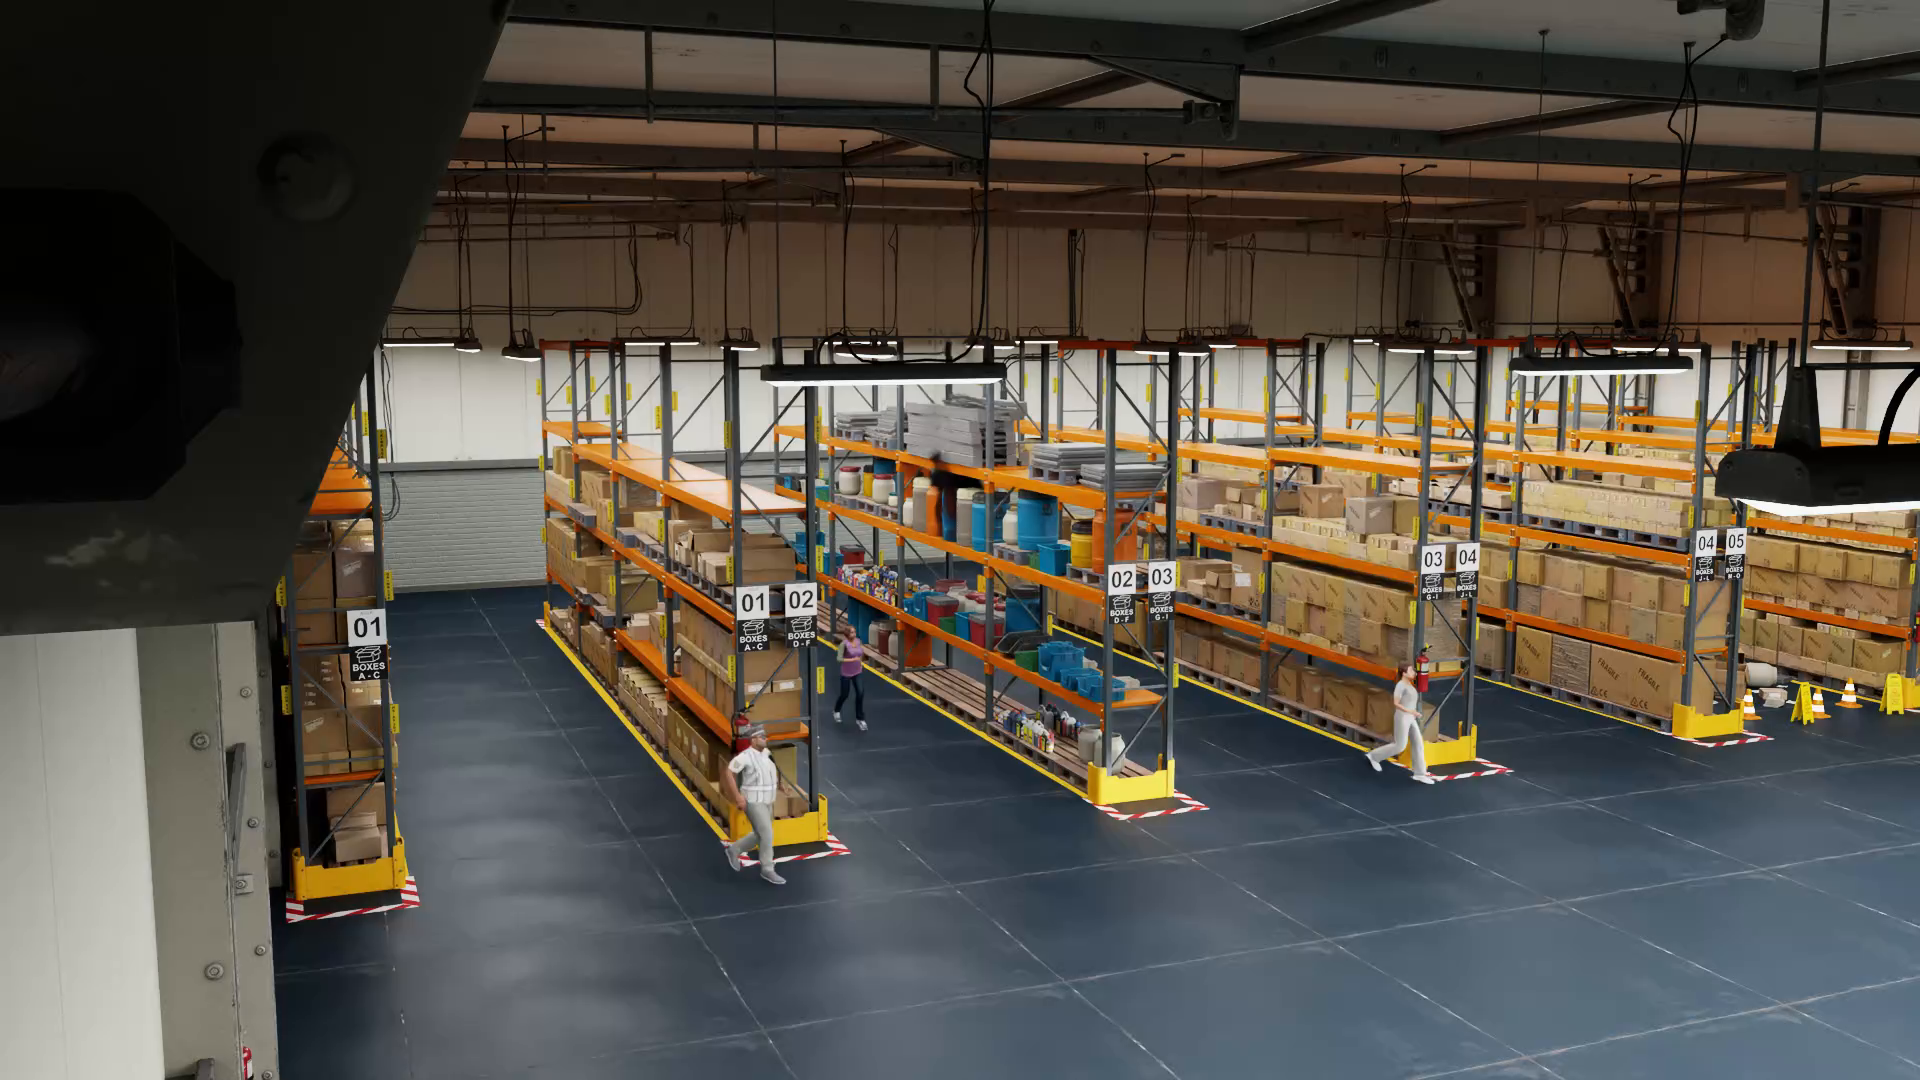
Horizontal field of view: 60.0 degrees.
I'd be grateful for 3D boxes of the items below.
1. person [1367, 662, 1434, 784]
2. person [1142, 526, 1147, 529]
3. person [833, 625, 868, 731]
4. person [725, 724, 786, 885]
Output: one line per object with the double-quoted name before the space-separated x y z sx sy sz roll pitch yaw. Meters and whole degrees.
"person" 6.167 2.512 23.098 0.959 1.657 0.599 5 9 33
"person" 4.255 0.443 39.305 0.609 1.608 0.615 -3 8 -24
"person" -1.740 2.133 26.124 0.565 1.631 0.778 -6 9 -38
"person" -2.302 2.997 19.085 0.846 1.770 0.701 3 8 25
